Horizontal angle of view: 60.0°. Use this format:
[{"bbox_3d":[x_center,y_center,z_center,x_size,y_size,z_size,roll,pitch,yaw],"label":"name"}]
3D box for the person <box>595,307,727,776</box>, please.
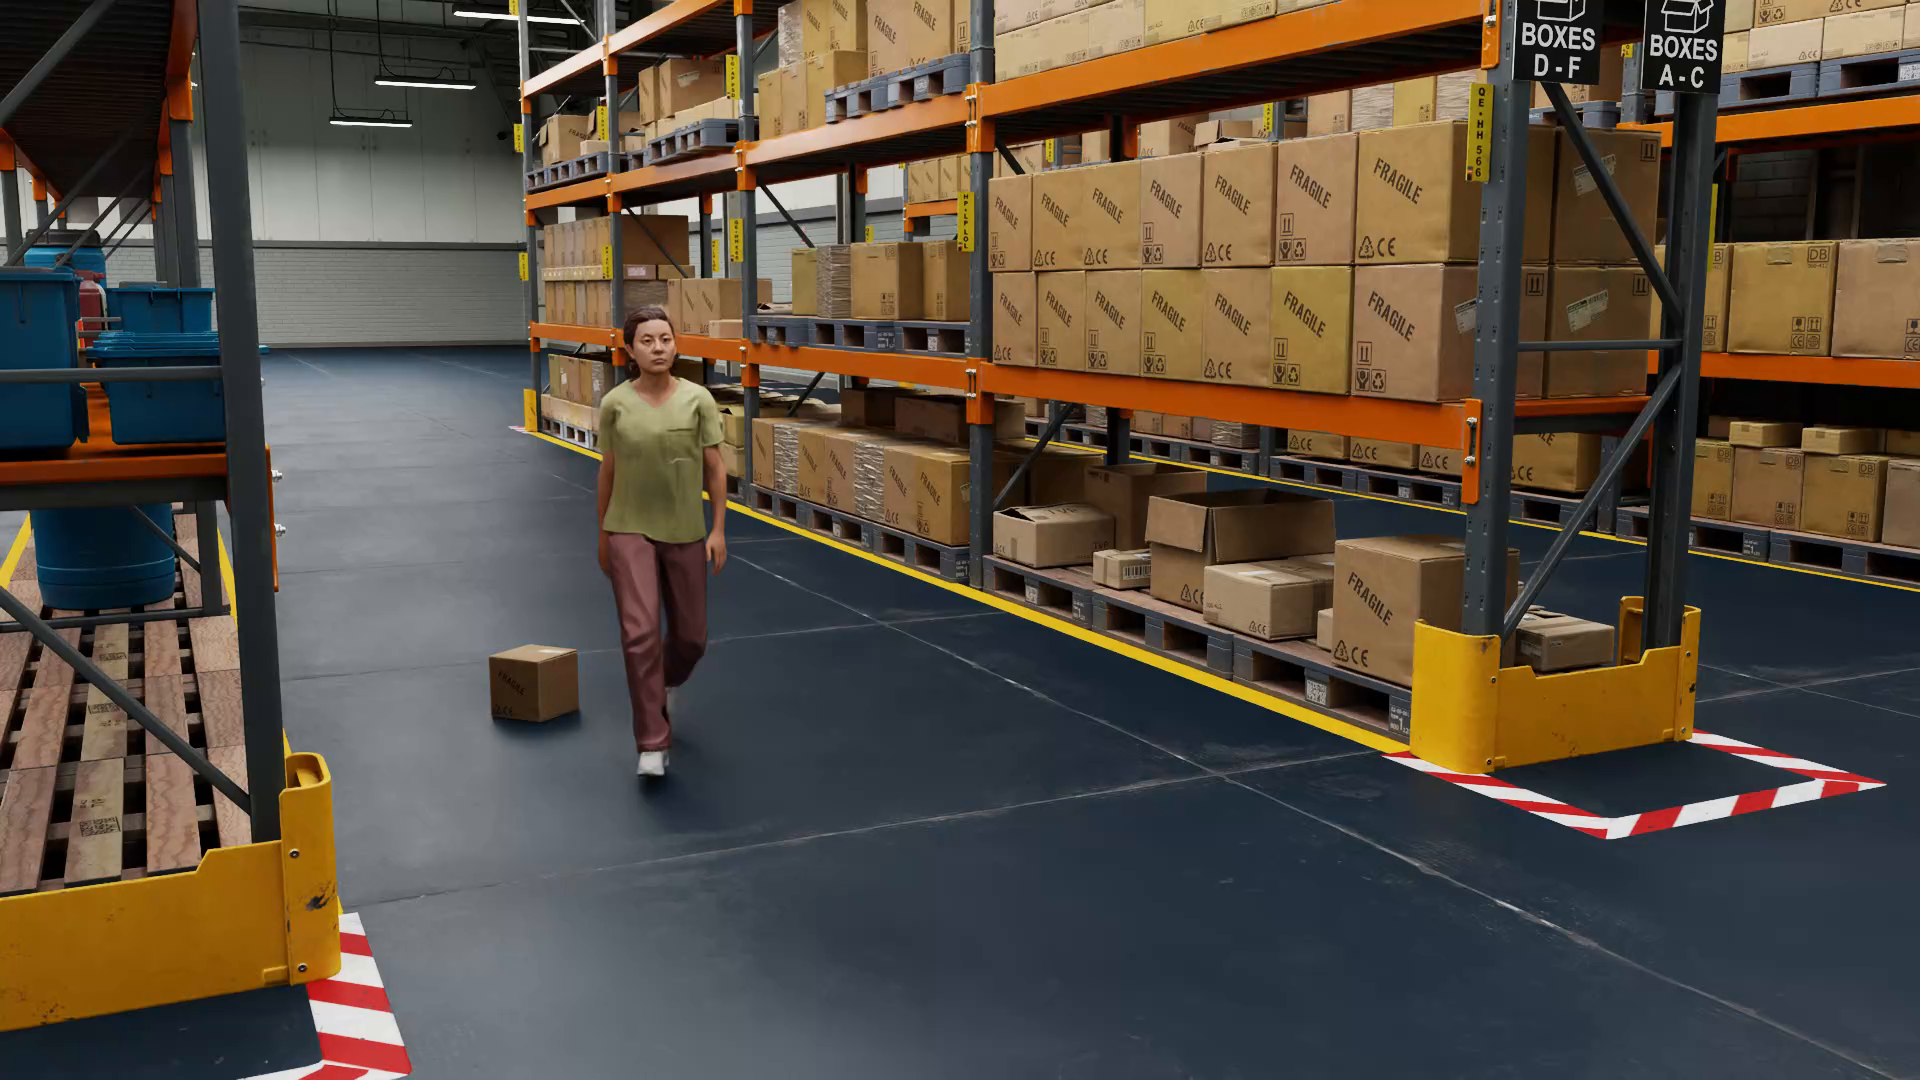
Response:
[{"bbox_3d":[-1.077,-0.023,6.010,0.463,1.628,0.862,-2,9,-13],"label":"person"}]
